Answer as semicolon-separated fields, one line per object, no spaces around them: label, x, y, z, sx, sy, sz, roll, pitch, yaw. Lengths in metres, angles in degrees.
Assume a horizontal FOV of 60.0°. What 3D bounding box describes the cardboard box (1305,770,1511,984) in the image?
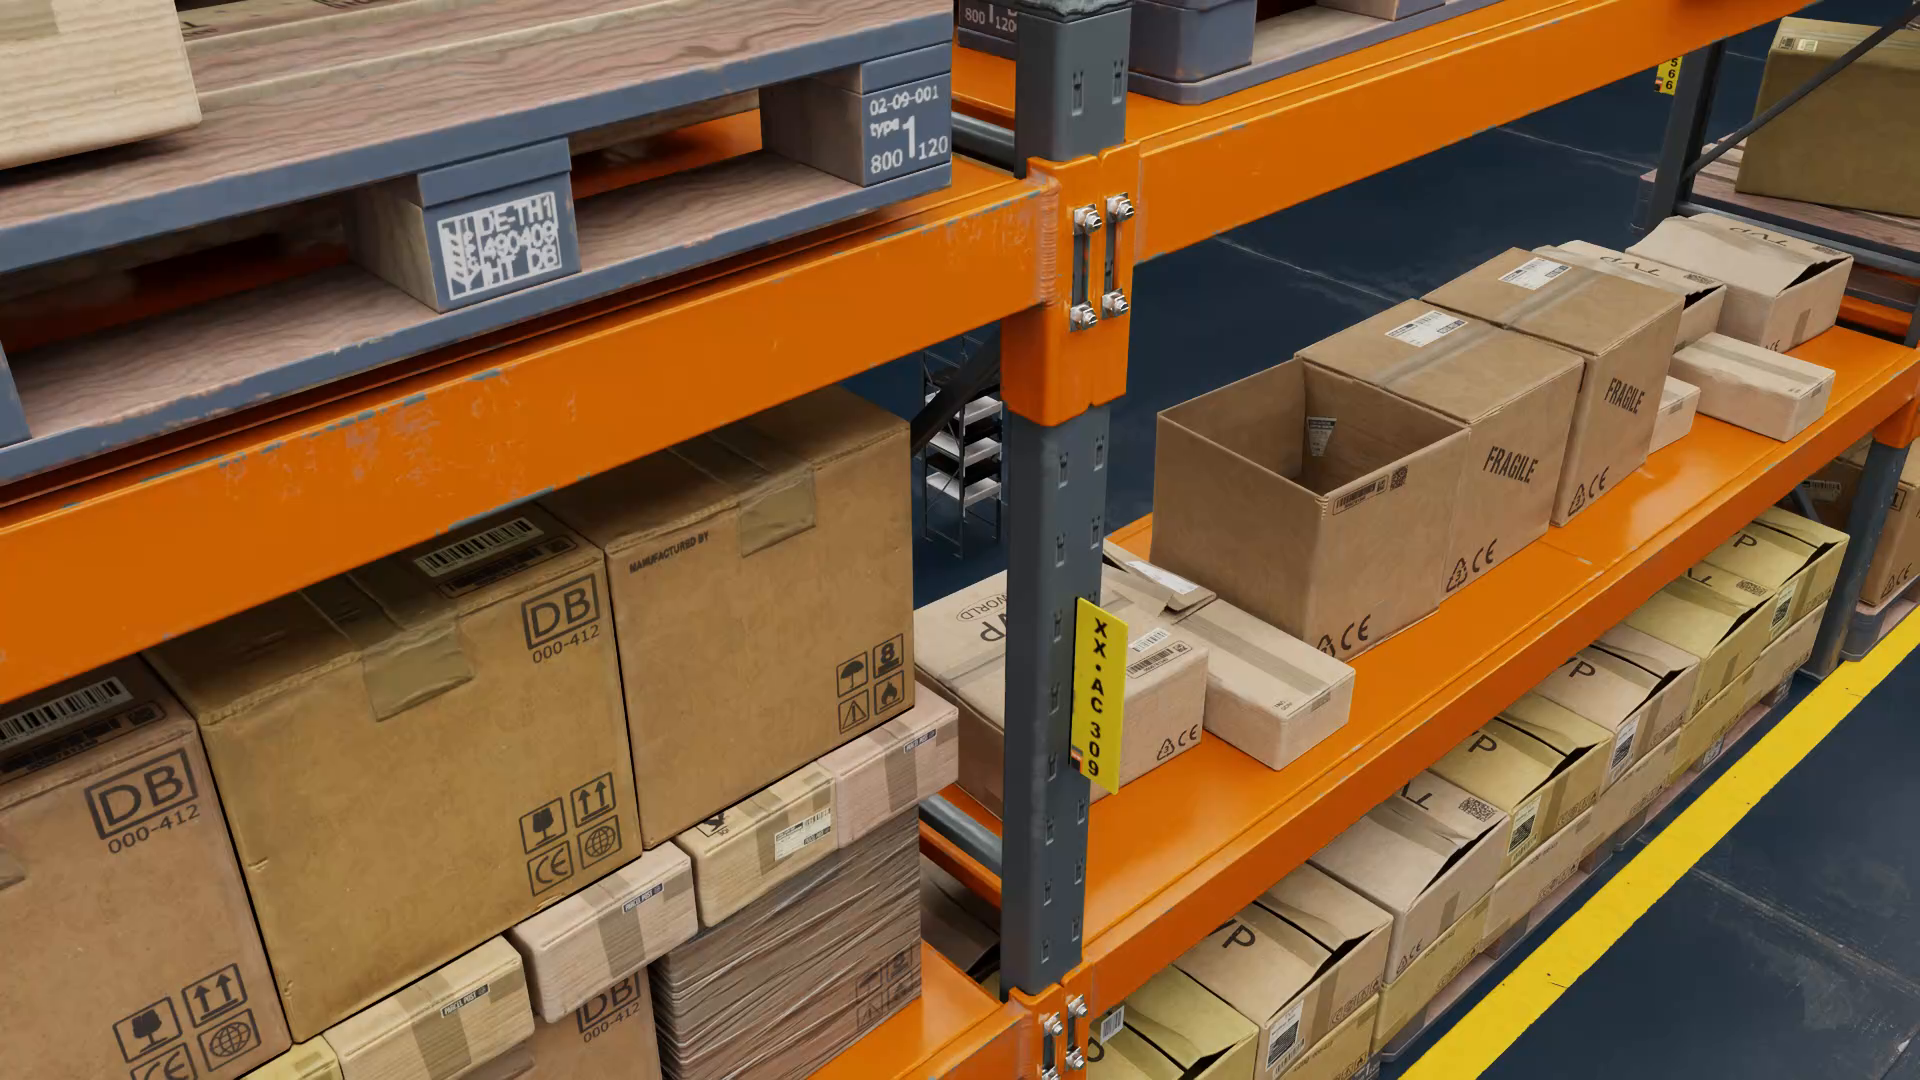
cardboard box;1.057;0.780;4.295;0.500;0.311;0.500;-27;41;-37

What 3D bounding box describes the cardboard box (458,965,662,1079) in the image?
cardboard box;-0.868;0.743;2.564;0.500;0.500;0.700;-26;40;-36

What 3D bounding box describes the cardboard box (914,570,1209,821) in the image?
cardboard box;0.166;0.309;3.514;0.500;0.250;0.500;-23;38;-33

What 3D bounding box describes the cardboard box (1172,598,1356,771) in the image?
cardboard box;0.624;0.307;3.613;0.250;0.149;0.380;-26;40;-35

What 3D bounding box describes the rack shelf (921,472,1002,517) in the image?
rack shelf;0.006;-0.205;6.631;0.200;0.077;0.258;-26;40;-35

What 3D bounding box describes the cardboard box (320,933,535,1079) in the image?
cardboard box;-0.784;0.569;2.226;0.250;0.149;0.380;-26;40;-36

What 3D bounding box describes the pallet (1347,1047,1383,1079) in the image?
pallet;0.349;1.349;4.341;1.213;0.211;1.003;-26;40;-35

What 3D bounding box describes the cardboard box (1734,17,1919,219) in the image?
cardboard box;3.153;-1.471;5.782;0.700;0.500;0.500;15;35;23

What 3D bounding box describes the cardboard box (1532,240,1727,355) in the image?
cardboard box;1.981;-0.702;5.108;0.500;0.311;0.500;-26;40;-36

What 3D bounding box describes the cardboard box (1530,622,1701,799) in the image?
cardboard box;1.803;0.417;4.889;0.500;0.311;0.500;-26;40;-36

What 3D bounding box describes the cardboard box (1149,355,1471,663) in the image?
cardboard box;0.796;-0.060;3.877;0.500;0.500;0.500;-23;38;-32

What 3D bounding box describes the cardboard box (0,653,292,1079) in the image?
cardboard box;-1.223;0.357;1.952;0.500;0.500;0.700;-26;40;-35

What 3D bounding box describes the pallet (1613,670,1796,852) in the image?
pallet;2.138;0.484;5.756;1.213;0.211;1.003;-26;40;-35

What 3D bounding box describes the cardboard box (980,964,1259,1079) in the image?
cardboard box;0.307;1.139;3.707;0.500;0.311;0.500;-26;40;-35

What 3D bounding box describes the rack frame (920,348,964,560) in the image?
rack frame;-0.069;-0.351;6.461;0.006;0.900;0.240;-26;40;-35

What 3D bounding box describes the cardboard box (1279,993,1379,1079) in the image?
cardboard box;0.675;1.201;4.144;0.500;0.250;0.500;-25;39;-34

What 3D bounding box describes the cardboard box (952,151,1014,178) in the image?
cardboard box;0.026;-2.349;9.375;0.750;0.750;0.750;-26;40;-36

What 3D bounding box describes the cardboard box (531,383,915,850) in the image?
cardboard box;-0.486;0.000;2.536;0.500;0.500;0.700;-26;40;-35

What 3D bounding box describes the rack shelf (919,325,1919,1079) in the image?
rack shelf;1.302;0.033;4.510;4.000;0.370;1.077;-26;40;-35

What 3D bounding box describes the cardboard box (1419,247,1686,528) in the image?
cardboard box;1.549;-0.424;4.473;0.500;0.500;0.500;27;40;36

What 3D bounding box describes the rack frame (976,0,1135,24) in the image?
rack frame;-0.165;-2.124;1.597;0.127;3.000;1.000;-26;40;-35

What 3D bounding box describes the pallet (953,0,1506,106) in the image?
pallet;0.473;-1.080;2.949;0.805;0.209;1.217;27;41;37

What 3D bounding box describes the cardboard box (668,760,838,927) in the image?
cardboard box;-0.401;0.382;2.533;0.250;0.149;0.380;-27;40;-36

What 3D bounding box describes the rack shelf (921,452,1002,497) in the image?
rack shelf;0.006;-0.282;6.584;0.200;0.077;0.258;-26;40;-35

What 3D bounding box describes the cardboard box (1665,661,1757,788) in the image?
cardboard box;2.173;0.475;5.331;0.500;0.250;0.500;-26;40;-36

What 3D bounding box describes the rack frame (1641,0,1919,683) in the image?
rack frame;2.768;-0.983;5.482;0.127;3.000;1.000;-26;40;-35

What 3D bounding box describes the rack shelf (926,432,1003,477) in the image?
rack shelf;0.006;-0.358;6.537;0.200;0.077;0.258;-26;40;-35

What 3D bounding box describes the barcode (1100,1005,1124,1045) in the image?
barcode;0.305;0.974;3.336;0.075;0.075;0.001;-26;40;-35

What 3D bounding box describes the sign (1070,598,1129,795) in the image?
sign;0.214;0.245;2.569;0.005;0.325;0.100;-26;40;-35

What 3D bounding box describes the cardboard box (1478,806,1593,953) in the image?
cardboard box;1.427;0.836;4.741;0.500;0.250;0.500;-25;39;-35

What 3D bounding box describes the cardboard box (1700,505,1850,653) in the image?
cardboard box;2.551;0.052;5.486;0.500;0.311;0.500;-25;39;-34

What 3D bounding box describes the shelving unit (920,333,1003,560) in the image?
shelving unit;0.006;-0.387;6.520;0.210;0.900;0.258;-26;40;-35

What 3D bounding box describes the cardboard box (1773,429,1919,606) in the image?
cardboard box;3.296;-0.156;6.105;0.500;0.500;0.500;-24;39;-34

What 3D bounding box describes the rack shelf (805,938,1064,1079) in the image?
rack shelf;-1.632;1.452;2.189;4.000;0.370;1.077;-26;40;-35
